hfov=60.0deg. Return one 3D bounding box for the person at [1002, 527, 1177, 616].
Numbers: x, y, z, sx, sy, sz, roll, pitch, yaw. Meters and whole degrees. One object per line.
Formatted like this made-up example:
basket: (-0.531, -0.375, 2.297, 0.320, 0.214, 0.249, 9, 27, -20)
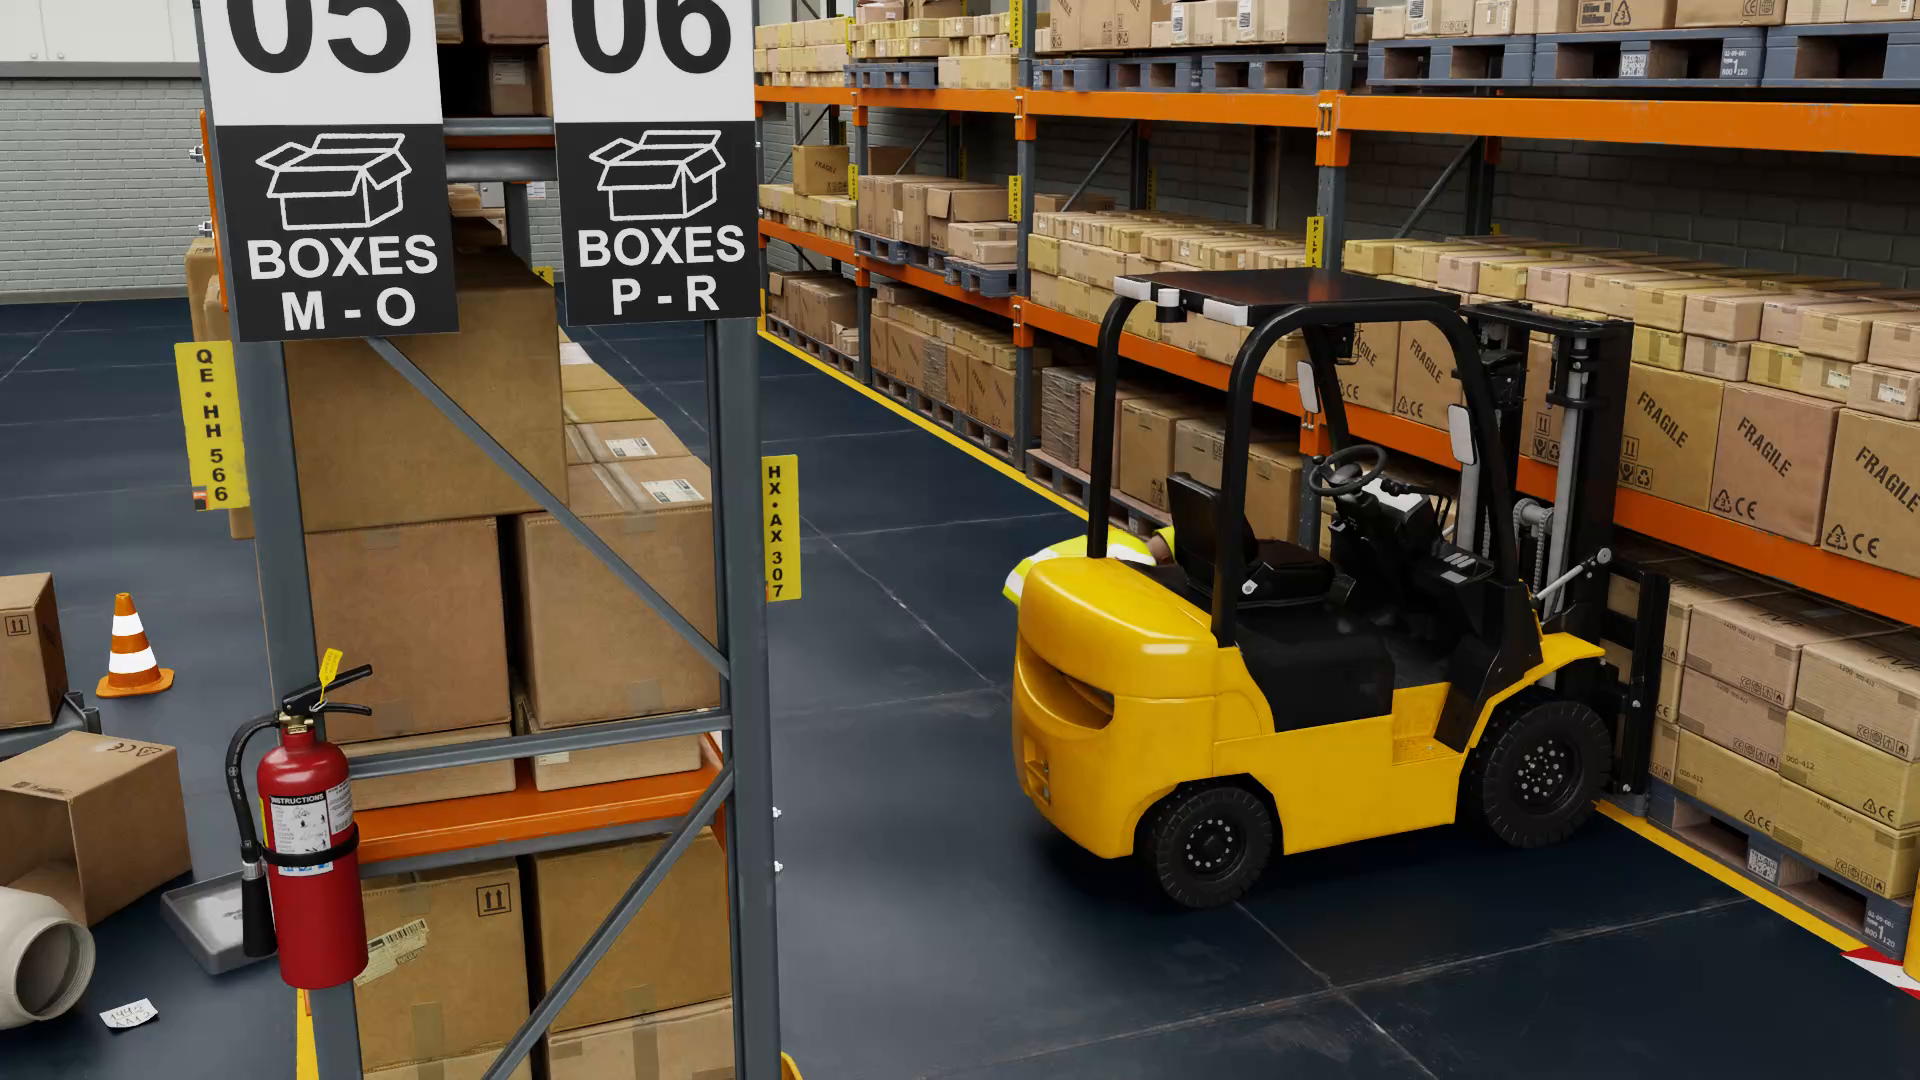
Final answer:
person: (0.678, 0.362, 8.035, 0.968, 0.810, 0.526, -6, 17, -21)
